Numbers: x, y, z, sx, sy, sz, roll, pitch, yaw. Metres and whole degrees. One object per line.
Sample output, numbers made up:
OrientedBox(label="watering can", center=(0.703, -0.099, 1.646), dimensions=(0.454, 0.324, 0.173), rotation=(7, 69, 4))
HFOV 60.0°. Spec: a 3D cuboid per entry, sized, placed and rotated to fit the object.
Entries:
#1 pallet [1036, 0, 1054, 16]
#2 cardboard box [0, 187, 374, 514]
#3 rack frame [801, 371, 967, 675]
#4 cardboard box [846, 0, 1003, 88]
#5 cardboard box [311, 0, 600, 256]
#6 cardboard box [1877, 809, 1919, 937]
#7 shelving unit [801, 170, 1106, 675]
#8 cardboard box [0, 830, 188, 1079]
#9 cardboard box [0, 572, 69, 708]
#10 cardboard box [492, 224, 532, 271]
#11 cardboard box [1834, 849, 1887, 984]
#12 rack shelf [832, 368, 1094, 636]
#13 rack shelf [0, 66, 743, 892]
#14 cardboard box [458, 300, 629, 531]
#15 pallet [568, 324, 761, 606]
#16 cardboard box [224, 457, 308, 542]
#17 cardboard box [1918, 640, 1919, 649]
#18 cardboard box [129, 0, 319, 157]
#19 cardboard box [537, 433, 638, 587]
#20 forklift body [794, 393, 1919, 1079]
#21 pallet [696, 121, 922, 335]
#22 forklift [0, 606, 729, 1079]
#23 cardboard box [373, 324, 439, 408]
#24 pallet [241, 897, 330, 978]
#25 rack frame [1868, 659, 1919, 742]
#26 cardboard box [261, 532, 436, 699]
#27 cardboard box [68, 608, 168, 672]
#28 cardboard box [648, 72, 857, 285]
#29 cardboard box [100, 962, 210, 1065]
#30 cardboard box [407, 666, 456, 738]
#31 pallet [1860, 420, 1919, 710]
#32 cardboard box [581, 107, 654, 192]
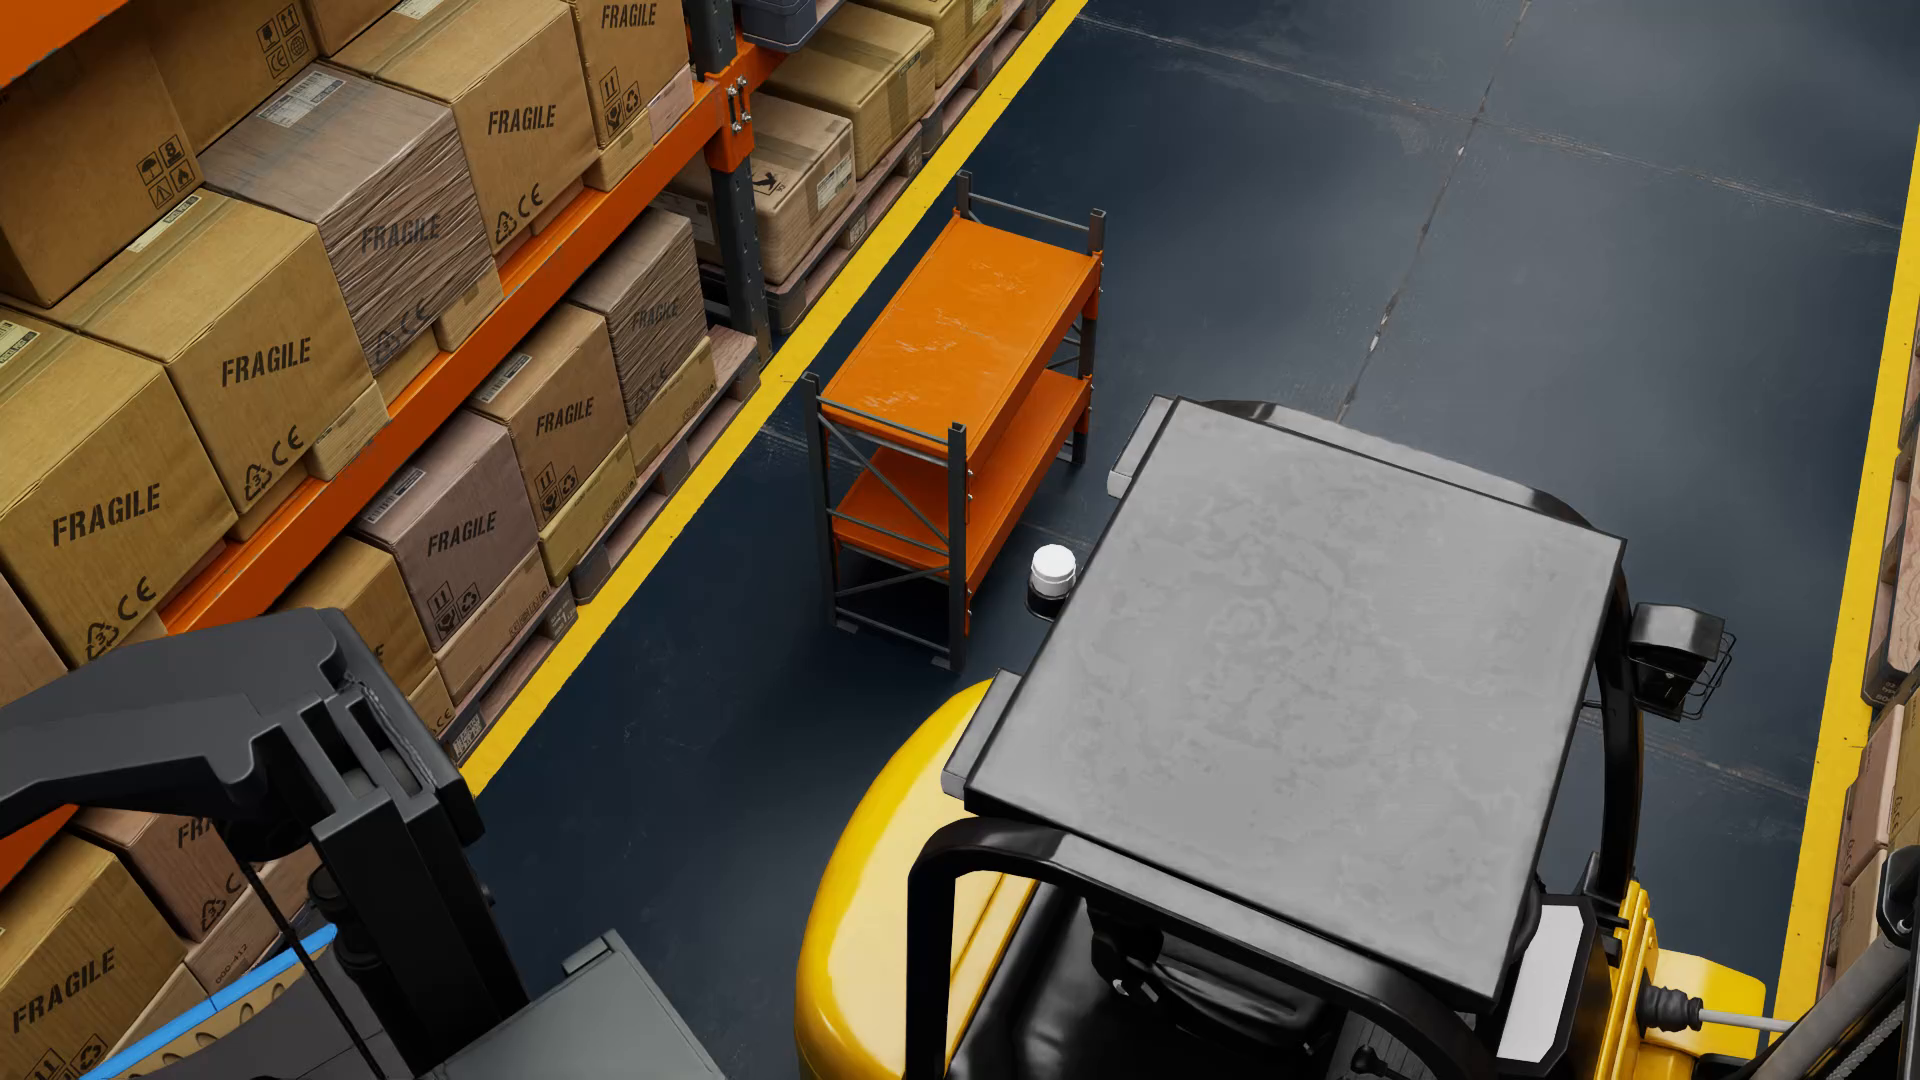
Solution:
OrientedBox(label="pallet", center=(0.184, -3.108, 8.256), dimensions=(1.003, 0.211, 1.213), rotation=(20, 52, 16))
OrientedBox(label="cardboard box", center=(-1.800, -0.467, 3.917), dimensions=(0.500, 0.500, 0.500), rotation=(19, 52, 15))
OrientedBox(label="rack frame", center=(-0.214, -0.019, 5.028), dimensions=(0.500, 1.125, 0.032), rotation=(20, 52, 16))
OrientedBox(label="cardboard box", center=(-0.368, -2.417, 7.286), dimensions=(0.950, 0.372, 0.625), rotation=(21, 53, 17))
OrientedBox(label="cardboard box", center=(-1.368, -1.180, 4.523), dimensions=(0.500, 0.500, 0.500), rotation=(21, 53, 17))
OrientedBox(label="cardboard box", center=(2.601, 0.991, 4.139), dimensions=(0.500, 0.250, 0.500), rotation=(20, 52, 16))
OrientedBox(label="shelving unit", center=(0.003, -0.369, 5.326), dimensions=(0.538, 1.125, 1.048), rotation=(20, 52, 16))
OrientedBox(label="cardboard box", center=(-2.294, 0.990, 3.976), dimensions=(0.500, 0.500, 0.500), rotation=(18, 52, 15))
OrientedBox(label="cardboard box", center=(-2.227, 0.237, 3.318), dimensions=(0.500, 0.500, 0.500), rotation=(21, 53, 17))
OrientedBox(label="cardboard box", center=(-1.452, -0.898, 4.709), dimensions=(0.380, 0.149, 0.250), rotation=(19, 52, 16))
OrientedBox(label="cardboard box", center=(2.591, 1.153, 4.329), dimensions=(0.500, 0.250, 0.500), rotation=(19, 52, 15))
OrientedBox(label="rack shelf", center=(0.003, -0.211, 5.512), dimensions=(0.538, 0.278, 1.000), rotation=(20, 52, 16))
OrientedBox(label="rack shelf", center=(-2.044, -0.184, 4.410), dimensions=(1.077, 0.370, 4.000), rotation=(20, 52, 16))
OrientedBox(label="cardboard box", center=(-1.415, -0.437, 5.190), dimensions=(0.500, 0.500, 0.500), rotation=(21, 53, 17))
OrientedBox(label="pallet", center=(-1.444, -0.417, 5.966), dimensions=(1.003, 0.211, 1.213), rotation=(20, 52, 16))
OrientedBox(label="cardboard box", center=(-1.856, -0.182, 4.101), dimensions=(0.380, 0.149, 0.250), rotation=(19, 52, 15))
OrientedBox(label="cardboard box", center=(3.513, 0.088, 4.989), dimensions=(0.875, 0.625, 0.625), rotation=(22, 53, 18))
OrientedBox(label="cardboard box", center=(-2.050, -1.333, 3.998), dimensions=(0.700, 0.500, 0.500), rotation=(19, 52, 15))
OrientedBox(label="cardboard box", center=(-1.417, -0.175, 5.459), dimensions=(0.500, 0.250, 0.500), rotation=(19, 52, 15))
OrientedBox(label="forklift body", center=(0.752, 0.948, 3.531), dimensions=(2.313, 2.155, 1.214), rotation=(20, 52, 16))
OrientedBox(label="pallet", center=(-0.858, -1.428, 6.826), dimensions=(1.003, 0.211, 1.213), rotation=(20, 52, 16))
OrientedBox(label="forklift", center=(-0.655, 1.587, 2.475), dimensions=(1.130, 2.935, 3.031), rotation=(-32, 57, -24))
OrientedBox(label="cardboard box", center=(-1.619, -0.526, 4.393), dimensions=(0.380, 0.149, 0.250), rotation=(19, 52, 15))
OrientedBox(label="pallet", center=(-2.487, 1.263, 4.537), dimensions=(1.003, 0.211, 1.213), rotation=(20, 52, 16))
OrientedBox(label="rack frame", center=(3.300, -0.182, 3.935), dimensions=(1.000, 3.000, 0.127), rotation=(20, 52, 16))
OrientedBox(label="cardboard box", center=(-1.853, 0.286, 4.575), dimensions=(0.500, 0.500, 0.500), rotation=(21, 53, 17))
OrientedBox(label="cardboard box", center=(-2.054, 0.191, 3.783), dimensions=(0.380, 0.149, 0.250), rotation=(21, 53, 17))
OrientedBox(label="cardboard box", center=(-0.968, -1.441, 6.456), dimensions=(0.950, 0.372, 0.625), rotation=(20, 53, 17))
OrientedBox(label="cardboard box", center=(-2.304, 1.249, 4.247), dimensions=(0.500, 0.250, 0.500), rotation=(19, 52, 16))
OrientedBox(label="cardboard box", center=(-1.857, 0.520, 4.867), dimensions=(0.500, 0.250, 0.500), rotation=(23, 53, 18))
OrientedBox(label="pallet", center=(3.580, 0.201, 5.440), dimensions=(1.003, 0.211, 1.213), rotation=(20, 52, 16))
OrientedBox(label="cardboard box", center=(-1.151, -1.219, 4.982), dimensions=(0.380, 0.149, 0.250), rotation=(21, 53, 17))
